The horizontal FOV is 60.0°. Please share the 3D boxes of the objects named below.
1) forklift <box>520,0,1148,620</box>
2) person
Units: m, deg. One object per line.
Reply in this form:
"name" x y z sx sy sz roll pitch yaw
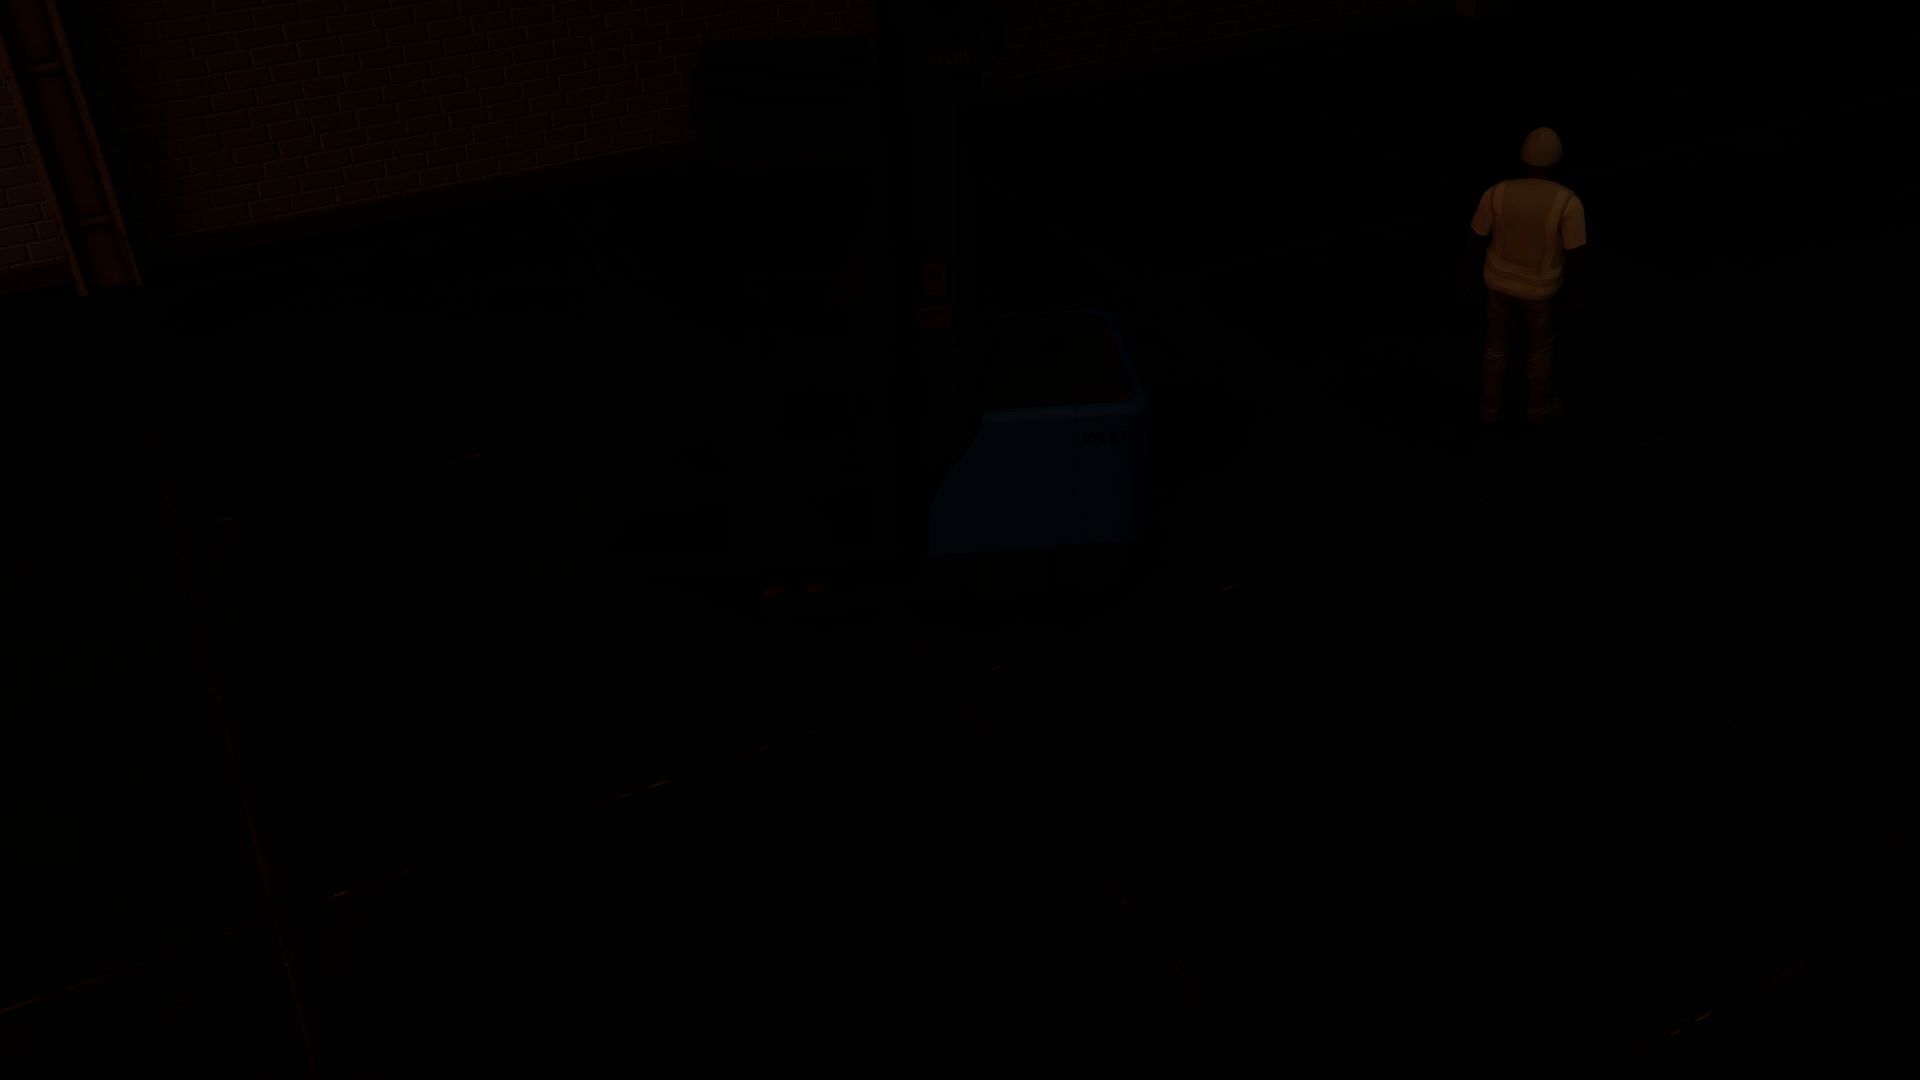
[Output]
"forklift" -0.660 -1.132 7.724 3.031 2.935 1.130 -4 35 -5
"person" 3.131 -1.457 9.182 0.669 1.767 0.572 19 40 25
